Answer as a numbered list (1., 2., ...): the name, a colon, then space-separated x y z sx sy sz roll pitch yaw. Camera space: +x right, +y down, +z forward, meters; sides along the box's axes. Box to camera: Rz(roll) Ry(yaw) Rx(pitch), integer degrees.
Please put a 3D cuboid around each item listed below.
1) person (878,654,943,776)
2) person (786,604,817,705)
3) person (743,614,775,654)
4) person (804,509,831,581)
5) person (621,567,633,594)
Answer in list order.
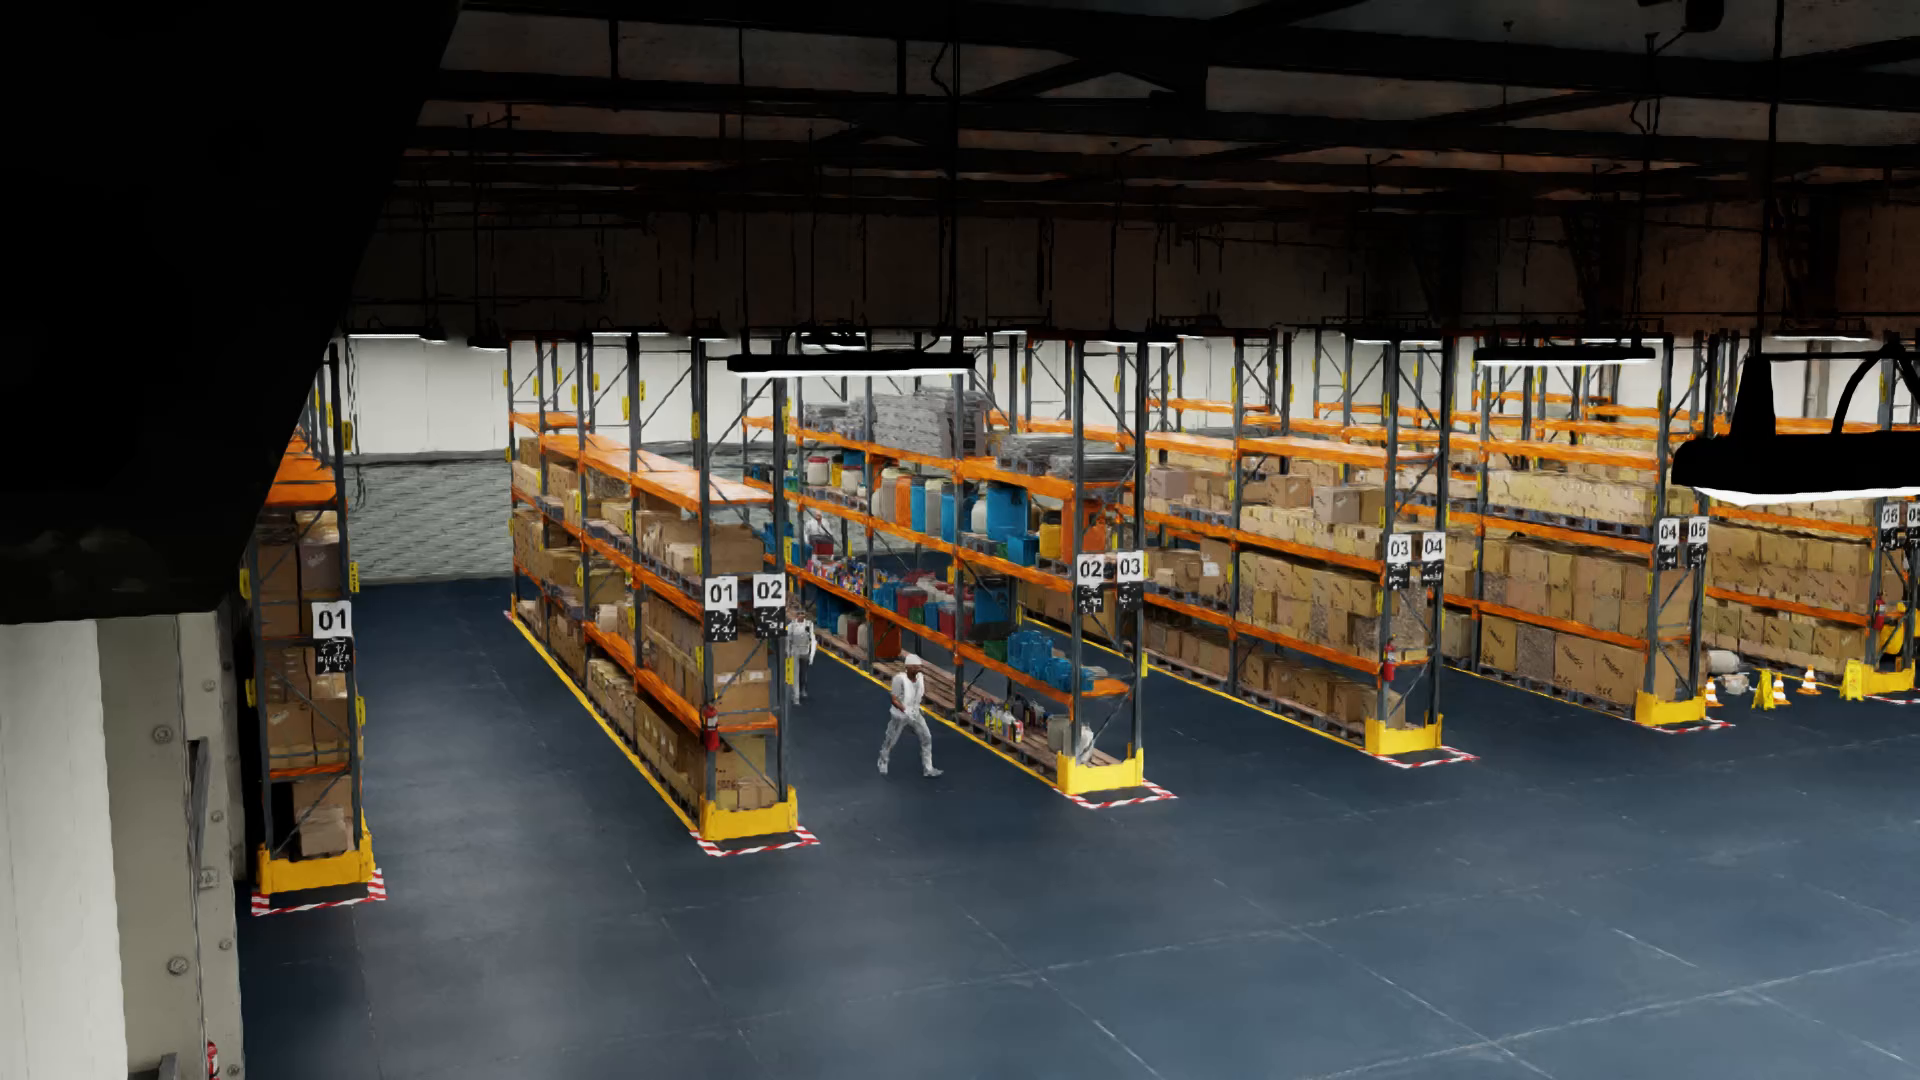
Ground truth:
1. person: -0.729 2.386 22.783 0.692 1.723 0.846 -6 10 -40
2. person: -2.582 1.834 27.098 0.482 1.621 0.989 -2 8 -14
3. person: -3.805 1.251 31.061 0.553 1.709 1.123 -3 8 -21
4. person: -3.408 0.117 39.437 0.729 1.733 0.538 -4 9 -25
5. person: -6.770 0.889 33.871 0.719 1.714 0.578 -4 9 -25
